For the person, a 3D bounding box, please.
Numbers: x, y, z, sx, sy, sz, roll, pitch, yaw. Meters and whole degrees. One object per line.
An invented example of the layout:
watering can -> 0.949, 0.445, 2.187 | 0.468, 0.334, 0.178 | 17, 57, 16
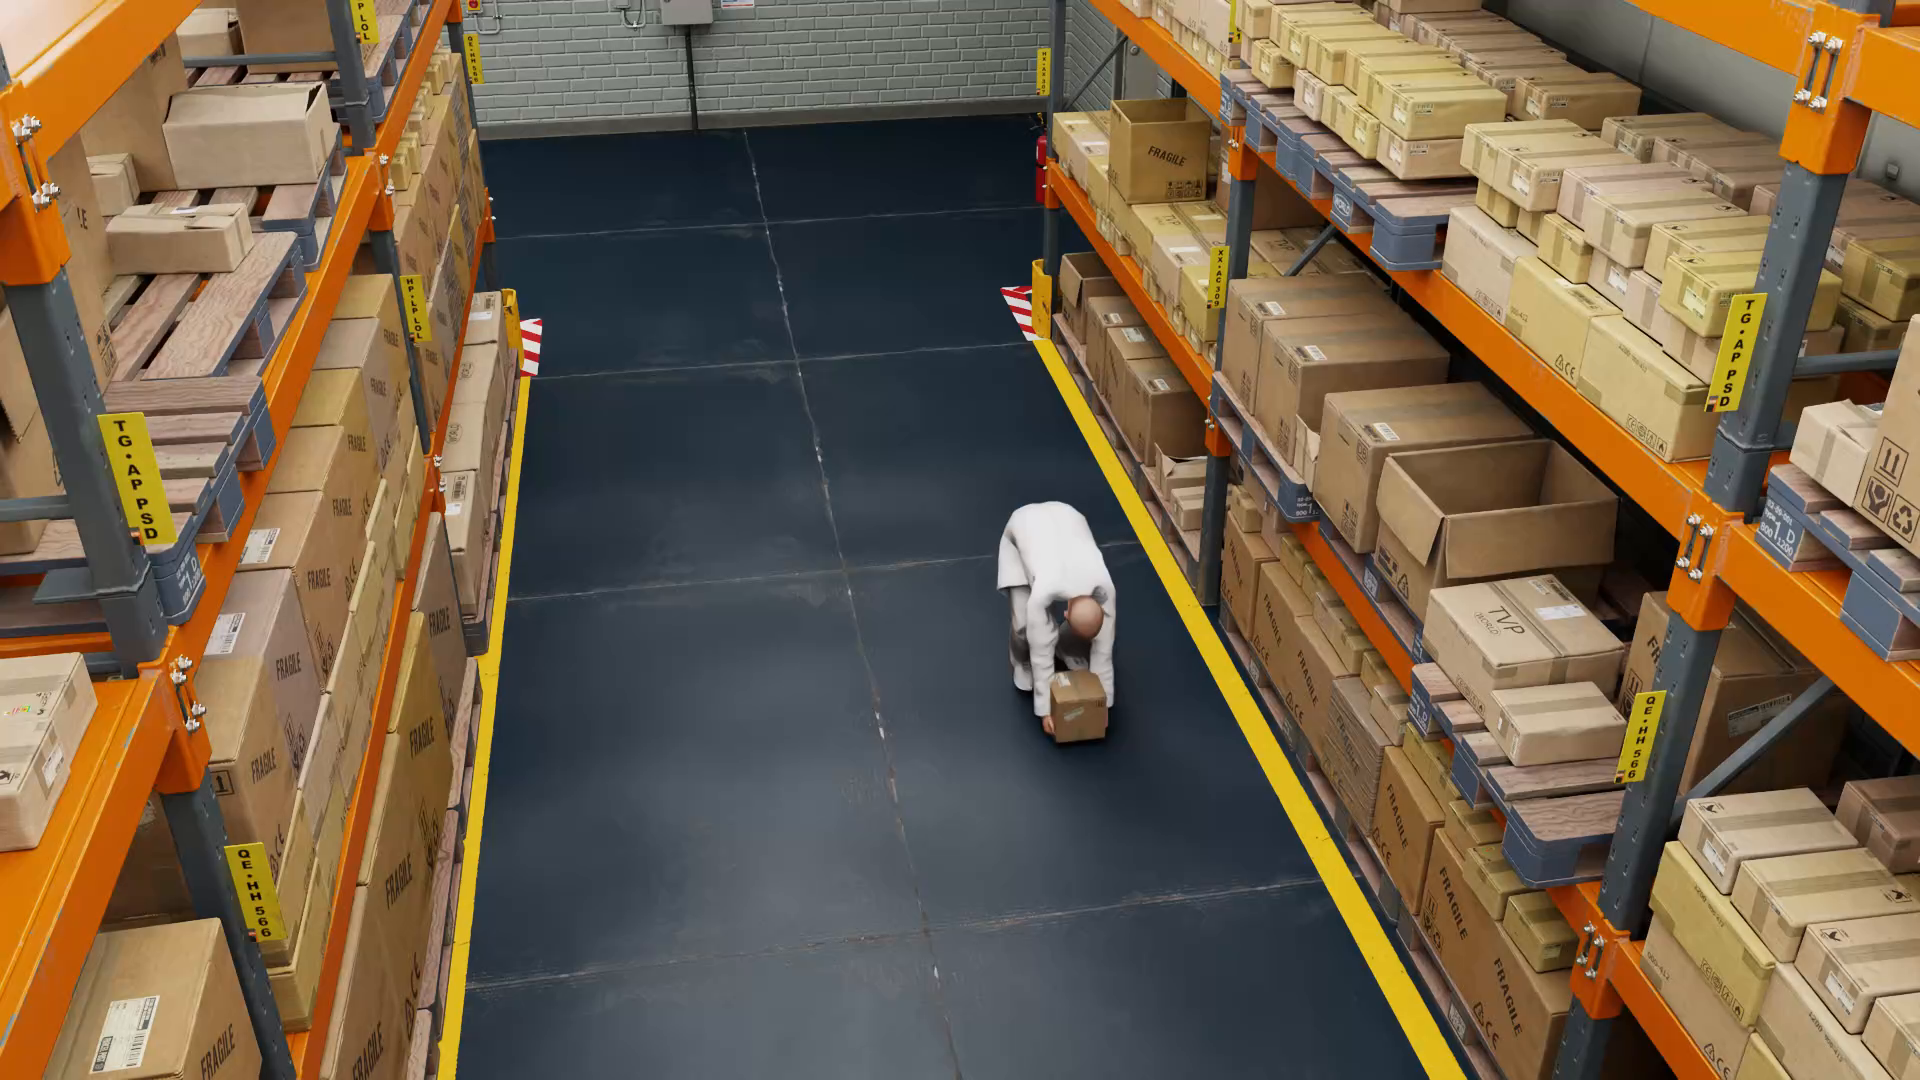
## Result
person -> 0.488, 0.362, 8.339 | 0.557, 0.964, 0.952 | -7, 31, -12
